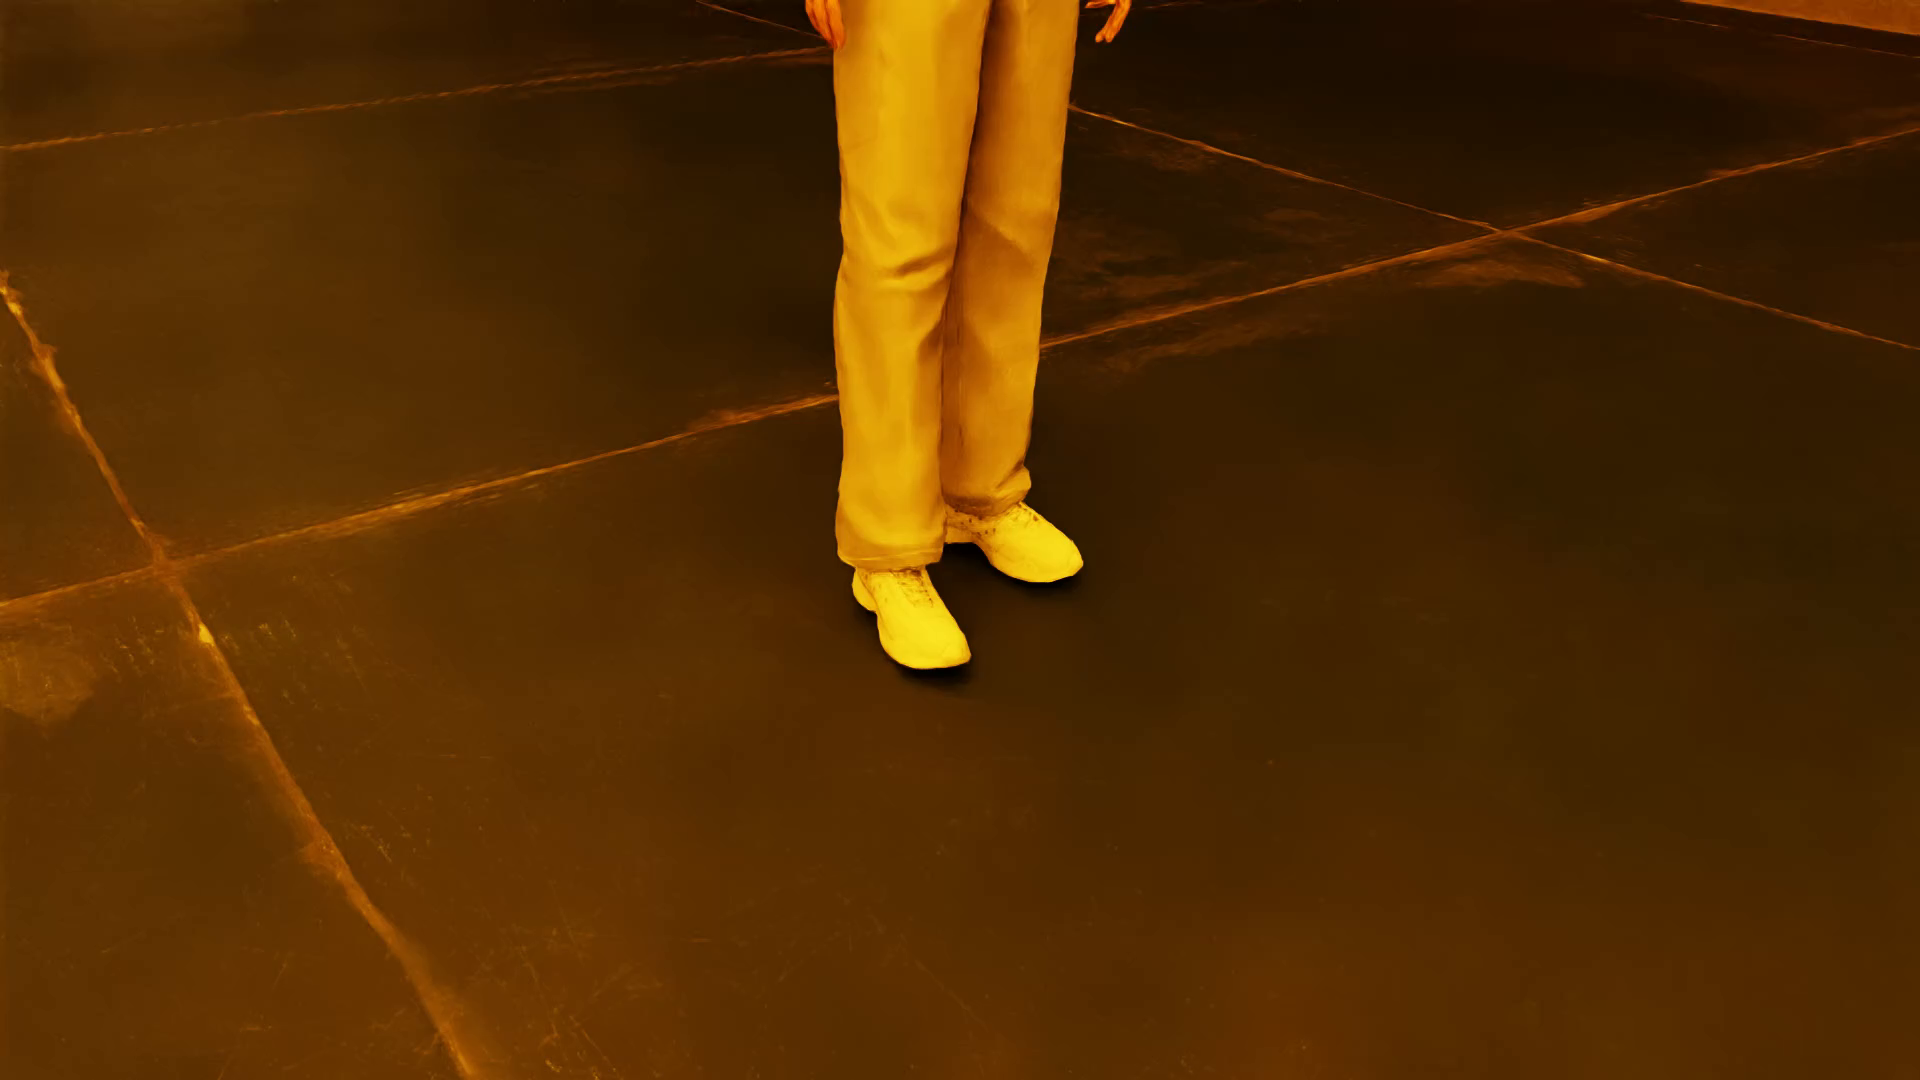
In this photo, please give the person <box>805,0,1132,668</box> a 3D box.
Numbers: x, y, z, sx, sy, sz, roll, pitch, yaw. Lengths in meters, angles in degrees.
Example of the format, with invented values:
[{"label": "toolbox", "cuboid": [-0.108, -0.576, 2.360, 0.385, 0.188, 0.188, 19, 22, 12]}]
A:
[{"label": "person", "cuboid": [0.031, -0.725, 2.060, 0.550, 1.674, 0.548, -17, 31, -31]}]
